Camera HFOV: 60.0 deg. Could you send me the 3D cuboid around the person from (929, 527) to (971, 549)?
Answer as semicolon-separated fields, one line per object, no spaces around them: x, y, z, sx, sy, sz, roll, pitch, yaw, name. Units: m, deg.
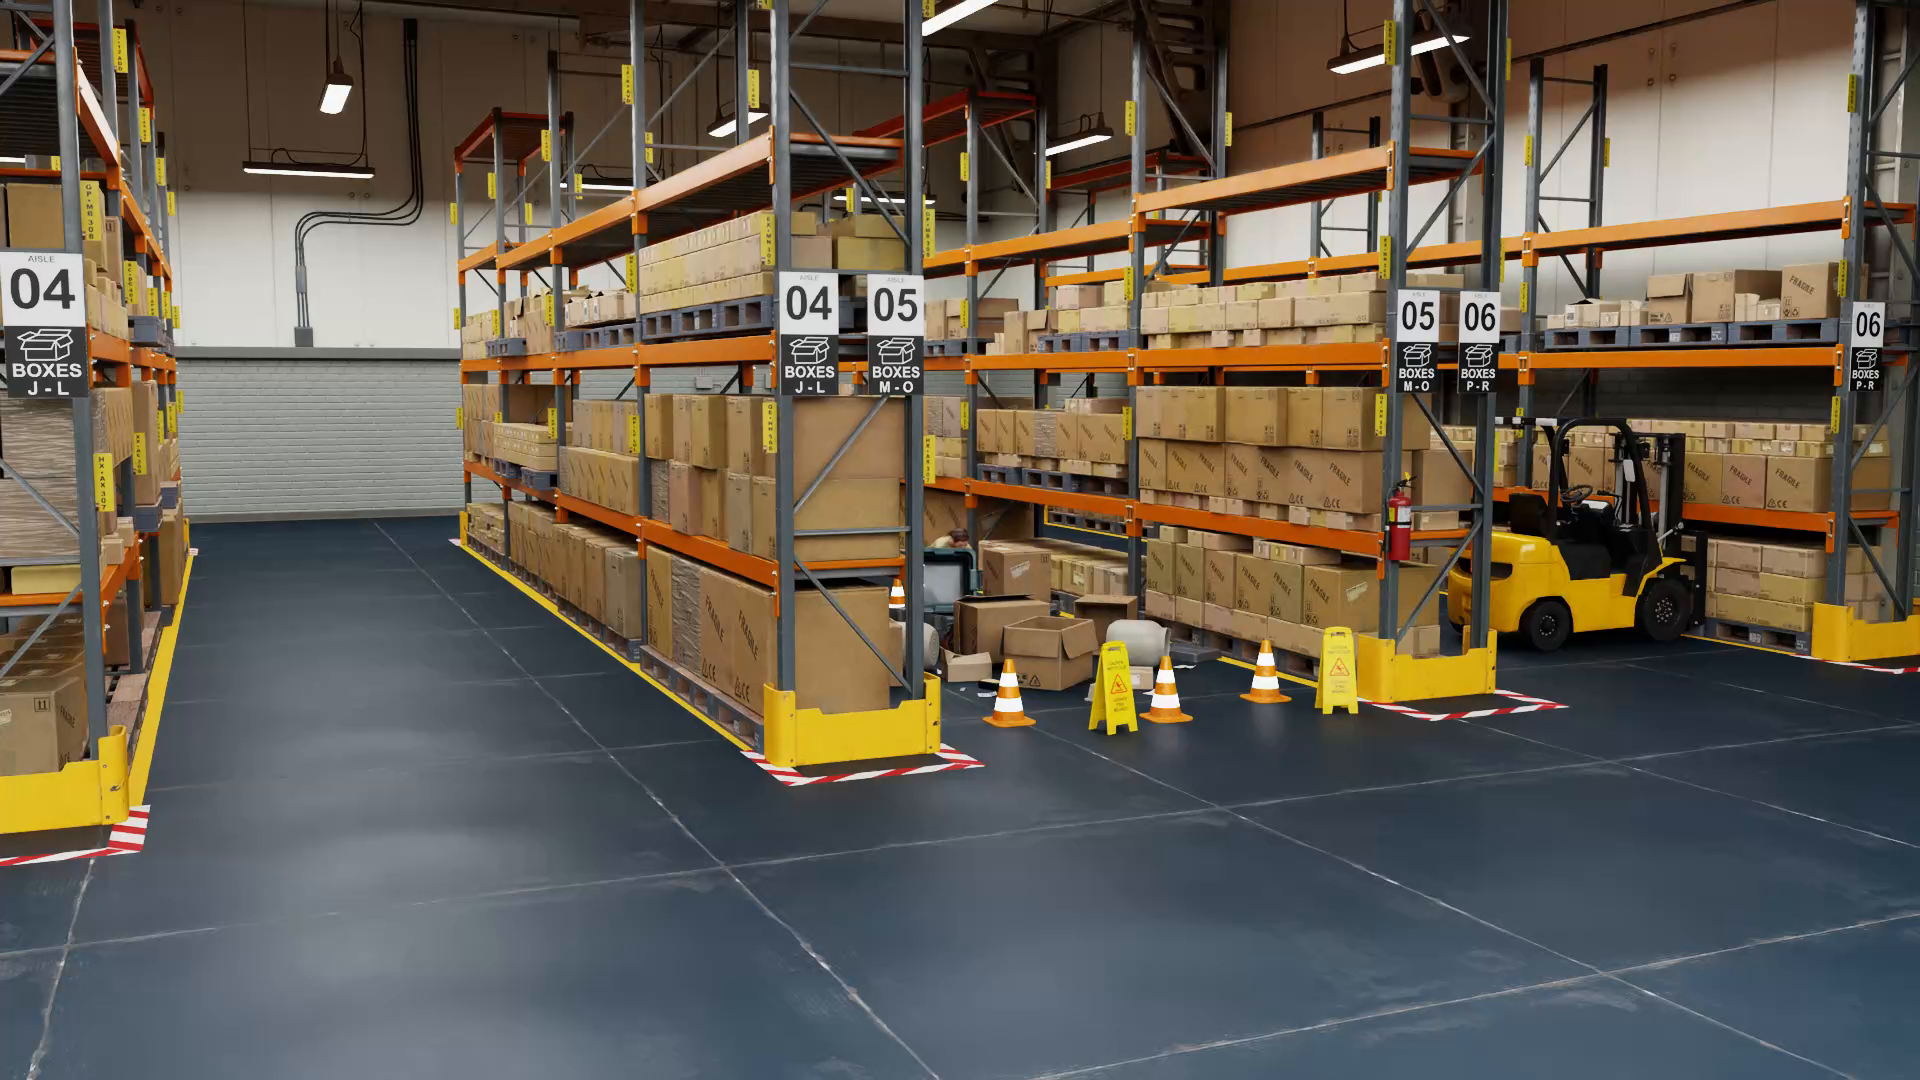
-0.128;0.310;18.093;0.493;0.943;0.801;-2;6;-24;person
